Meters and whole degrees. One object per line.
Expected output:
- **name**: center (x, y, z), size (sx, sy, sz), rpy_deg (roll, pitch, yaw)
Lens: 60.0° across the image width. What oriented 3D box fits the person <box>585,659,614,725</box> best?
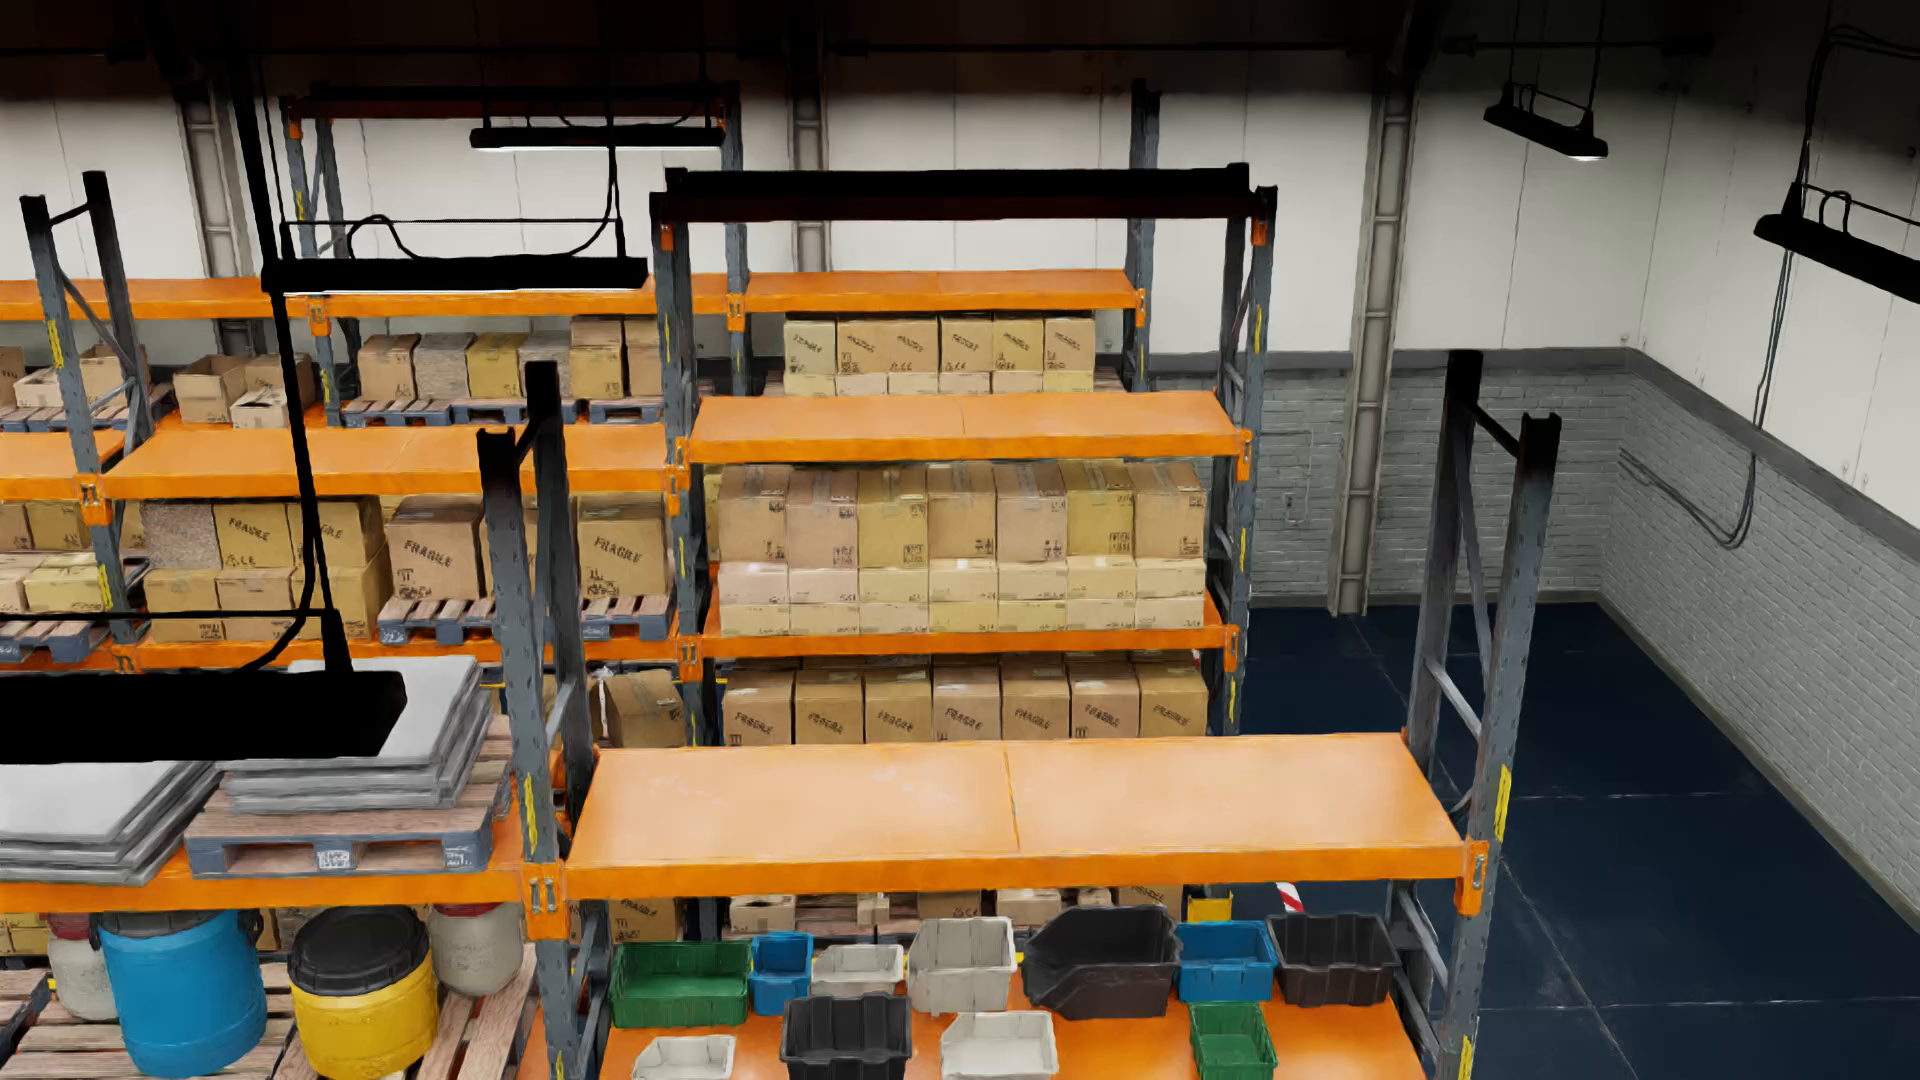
- **person**: center (-3.136, 1.677, 14.872), size (0.508, 1.631, 0.639), rpy_deg (-2, 22, -4)
